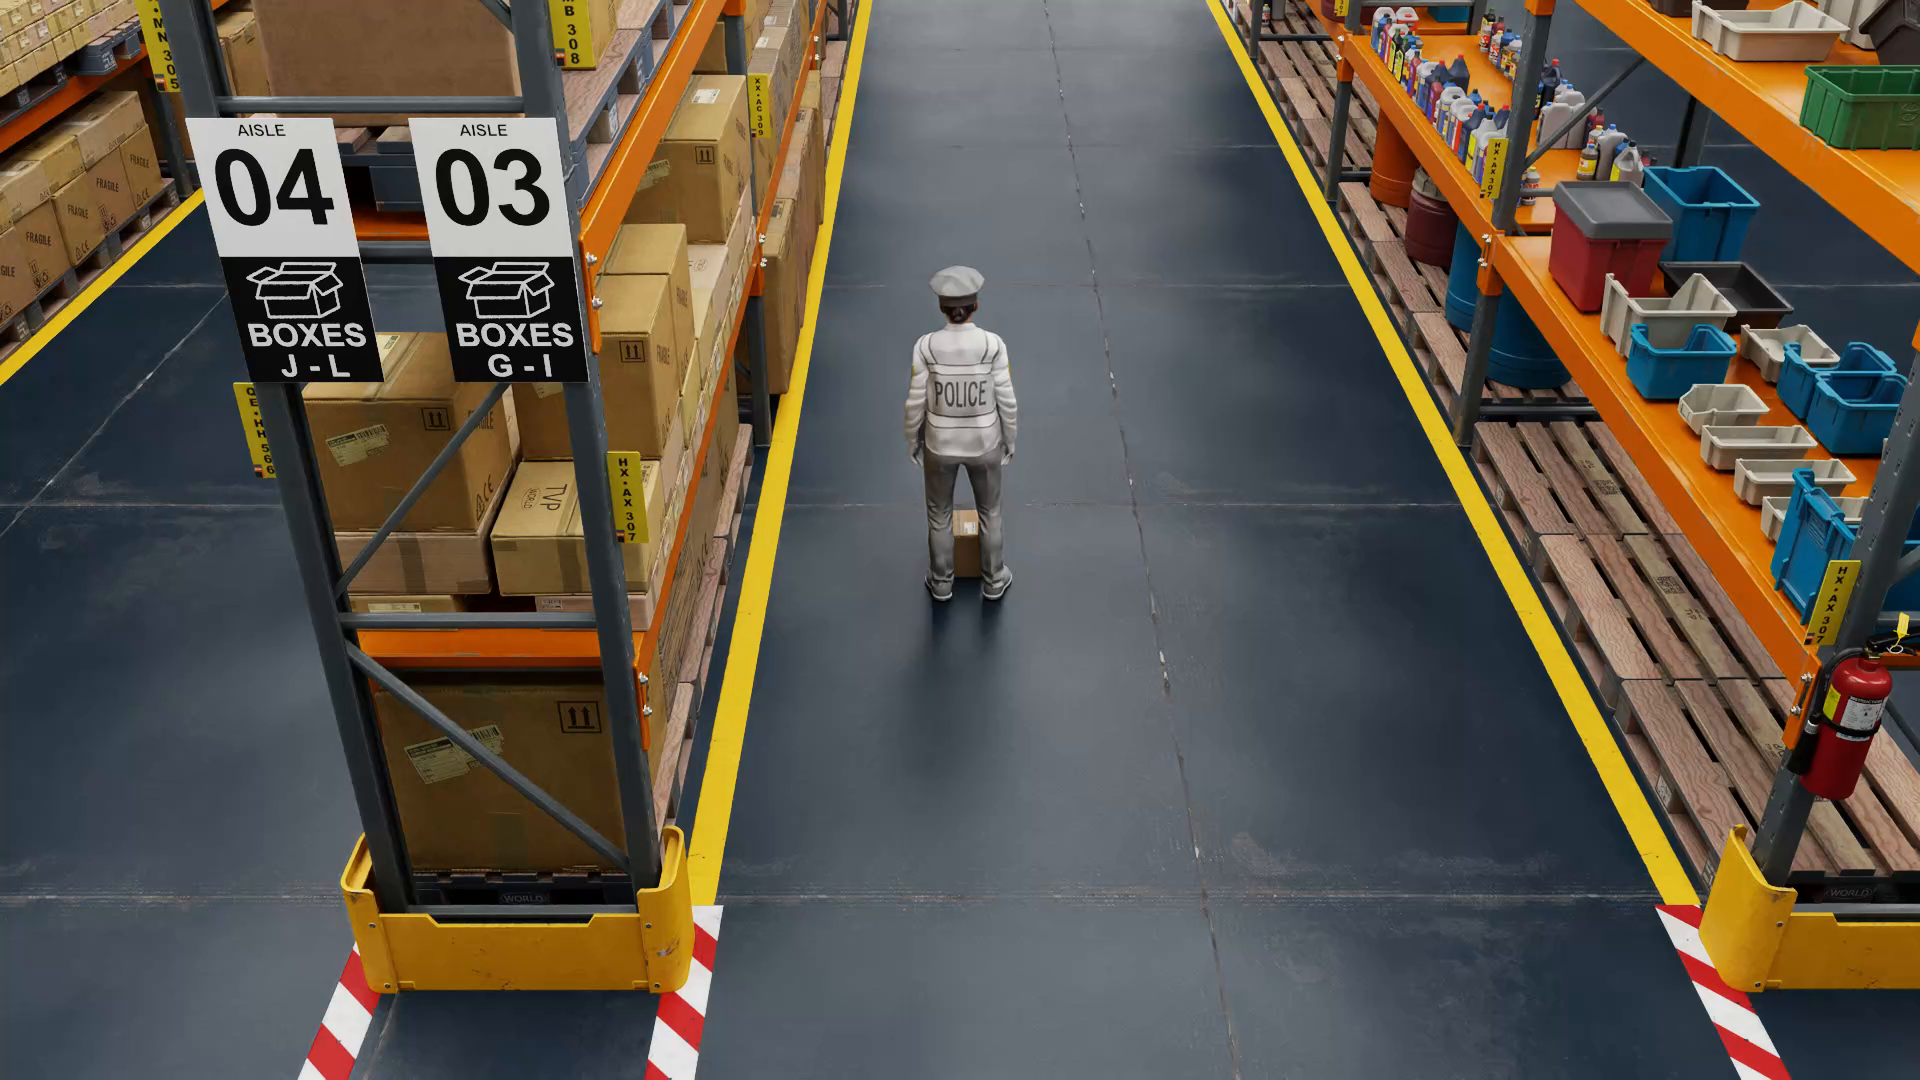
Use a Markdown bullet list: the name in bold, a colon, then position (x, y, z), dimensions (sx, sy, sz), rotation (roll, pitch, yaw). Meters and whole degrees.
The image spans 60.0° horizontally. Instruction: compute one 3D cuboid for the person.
- **person**: position (0.006, -0.457, 7.870), dimensions (0.529, 1.664, 0.371), rotation (0, 32, 0)
